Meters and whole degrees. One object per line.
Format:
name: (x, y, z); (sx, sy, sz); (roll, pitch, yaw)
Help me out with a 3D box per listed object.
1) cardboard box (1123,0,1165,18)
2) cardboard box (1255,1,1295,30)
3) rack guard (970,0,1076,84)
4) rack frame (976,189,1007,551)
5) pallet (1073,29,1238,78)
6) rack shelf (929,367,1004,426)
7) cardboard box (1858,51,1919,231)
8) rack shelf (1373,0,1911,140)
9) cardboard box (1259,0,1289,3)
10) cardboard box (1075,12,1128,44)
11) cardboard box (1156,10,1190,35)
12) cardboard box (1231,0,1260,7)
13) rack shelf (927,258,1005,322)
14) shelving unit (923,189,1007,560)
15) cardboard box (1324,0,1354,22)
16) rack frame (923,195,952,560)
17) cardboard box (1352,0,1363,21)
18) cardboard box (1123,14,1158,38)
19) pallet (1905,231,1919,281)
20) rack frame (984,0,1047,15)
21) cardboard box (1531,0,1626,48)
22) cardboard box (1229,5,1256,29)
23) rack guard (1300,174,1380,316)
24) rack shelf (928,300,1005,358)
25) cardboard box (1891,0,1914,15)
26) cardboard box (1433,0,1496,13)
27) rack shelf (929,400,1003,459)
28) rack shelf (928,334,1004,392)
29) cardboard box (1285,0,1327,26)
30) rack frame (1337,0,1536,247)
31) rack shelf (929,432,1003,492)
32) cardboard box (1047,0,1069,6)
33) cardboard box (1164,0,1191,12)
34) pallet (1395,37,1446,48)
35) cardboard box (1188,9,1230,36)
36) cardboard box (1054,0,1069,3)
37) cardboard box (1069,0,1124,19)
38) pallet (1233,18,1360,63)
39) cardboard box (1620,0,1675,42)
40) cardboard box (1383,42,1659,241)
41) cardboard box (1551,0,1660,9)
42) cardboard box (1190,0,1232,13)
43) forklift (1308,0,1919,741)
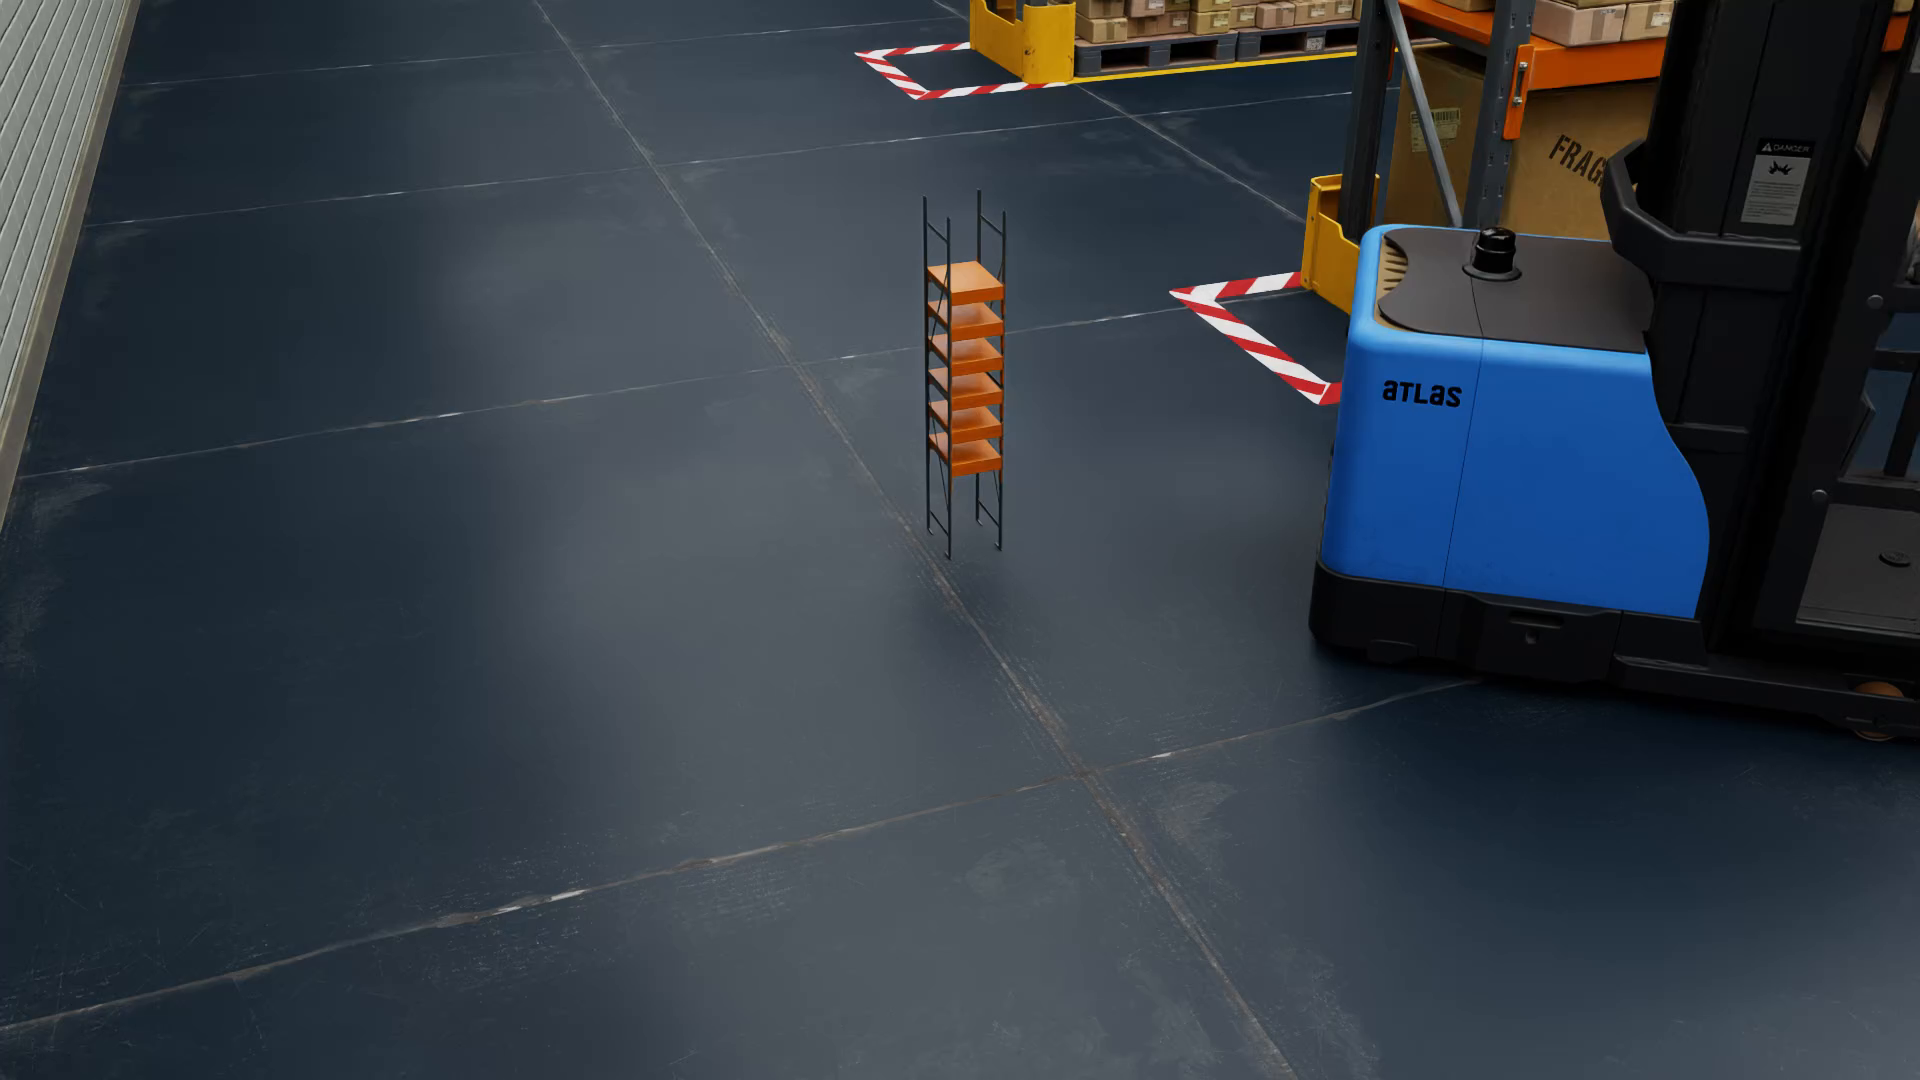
cardboard box: (1.202, -3.681, 11.337); (0.250, 0.149, 0.380); (-11, 31, -18)
cardboard box: (2.142, -3.715, 11.696); (0.250, 0.149, 0.380); (-12, 32, -20)
rack guard: (0.416, -3.543, 11.464); (0.348, 0.500, 1.175); (-10, 31, -18)
rack frame: (0.099, -0.540, 5.485); (0.006, 1.200, 0.240); (-10, 31, -18)
pallet: (1.190, -3.541, 11.753); (1.213, 0.211, 1.003); (-10, 31, -18)
rack shelf: (0.014, -0.485, 5.479); (0.180, 0.103, 0.258); (-10, 31, -18)
cardboard box: (4.239, -2.015, 7.979); (0.875, 0.875, 0.875); (-10, 31, -18)
rack shelf: (3.854, -2.330, 7.536); (4.000, 0.370, 1.077); (-10, 31, -18)
cardboard box: (2.134, -3.915, 11.746); (0.250, 0.149, 0.380); (-9, 31, -15)
cardboard box: (0.948, -3.502, 11.322); (0.250, 0.149, 0.380); (-10, 31, -17)
cardboard box: (1.395, -3.631, 11.549); (0.250, 0.149, 0.380); (-10, 31, -17)
cardboard box: (1.894, -3.849, 11.630); (0.250, 0.149, 0.380); (-12, 32, -20)
rack shelf: (0.014, -0.798, 5.301); (0.180, 0.103, 0.258); (-10, 31, -18)
shelving unit: (0.014, -0.524, 5.457); (0.189, 1.200, 0.258); (-10, 31, -18)
cardboard box: (2.607, -3.832, 11.901); (0.250, 0.149, 0.380); (-10, 31, -17)
rack frame: (-0.072, -0.508, 5.430); (0.006, 1.200, 0.240); (-10, 31, -18)
cardboard box: (2.875, -3.846, 11.926); (0.250, 0.149, 0.380); (-11, 31, -18)
cardboard box: (1.165, -3.585, 11.468); (0.250, 0.149, 0.380); (-11, 31, -18)
pallet: (3.844, -1.469, 8.115); (1.213, 0.211, 1.003); (-10, 31, -18)
rack frame: (0.345, -4.616, 10.822); (0.127, 3.000, 1.000); (-10, 31, -18)
cardboard box: (2.428, -2.096, 6.653); (0.250, 0.149, 0.380); (-10, 31, -17)
cardboard box: (1.879, -3.712, 11.692); (0.250, 0.149, 0.380); (-10, 31, -18)
rack guard: (1.957, -1.207, 7.364); (0.348, 0.500, 1.175); (-10, 31, -18)
rack shelf: (0.014, -0.694, 5.361); (0.180, 0.103, 0.258); (-10, 31, -18)
cardboard box: (3.869, -2.362, 7.120); (0.250, 0.149, 0.380); (-11, 32, -19)
cardboard box: (2.199, -2.402, 7.190); (0.250, 0.149, 0.380); (-10, 31, -17)
rack shelf: (0.014, -0.381, 5.539); (0.180, 0.103, 0.258); (-10, 31, -18)
rack shelf: (0.014, -0.589, 5.420); (0.180, 0.103, 0.258); (-10, 31, -18)
cardboard box: (2.393, -3.775, 11.801); (0.250, 0.149, 0.380); (-10, 31, -18)
rack frame: (1.980, -2.297, 6.752); (0.127, 3.000, 1.000); (-10, 31, -18)
rack shelf: (0.014, -0.277, 5.598); (0.180, 0.103, 0.258); (-10, 31, -18)
cardboard box: (0.766, -3.747, 11.753); (0.250, 0.149, 0.380); (-10, 31, -17)
cardboard box: (1.401, -3.765, 11.483); (0.250, 0.149, 0.380); (-10, 31, -17)
pallet: (3.477, -3.962, 12.492); (1.213, 0.211, 1.003); (-10, 31, -18)
cardboard box: (1.673, -3.624, 11.537); (0.250, 0.149, 0.380); (-10, 31, -17)
cardboard box: (0.740, -3.912, 11.742); (0.250, 0.149, 0.380); (-11, 32, -19)
cardboard box: (0.926, -3.660, 11.300); (0.250, 0.149, 0.380); (-9, 31, -16)
pallet: (2.332, -3.750, 12.119); (1.213, 0.211, 1.003); (-10, 31, -18)
cardboard box: (2.668, -2.141, 6.732); (0.250, 0.149, 0.380); (-11, 31, -18)
cardboard box: (2.552, -1.704, 7.433); (0.875, 0.875, 0.875); (-10, 31, -18)
cardboard box: (2.524, -2.319, 6.641); (0.500, 0.250, 0.500); (-11, 32, -19)
cardboard box: (1.679, -3.759, 11.472); (0.250, 0.149, 0.380); (-9, 31, -16)
forklift: (2.651, -0.968, 4.488); (3.031, 2.935, 1.130); (7, 30, 12)
